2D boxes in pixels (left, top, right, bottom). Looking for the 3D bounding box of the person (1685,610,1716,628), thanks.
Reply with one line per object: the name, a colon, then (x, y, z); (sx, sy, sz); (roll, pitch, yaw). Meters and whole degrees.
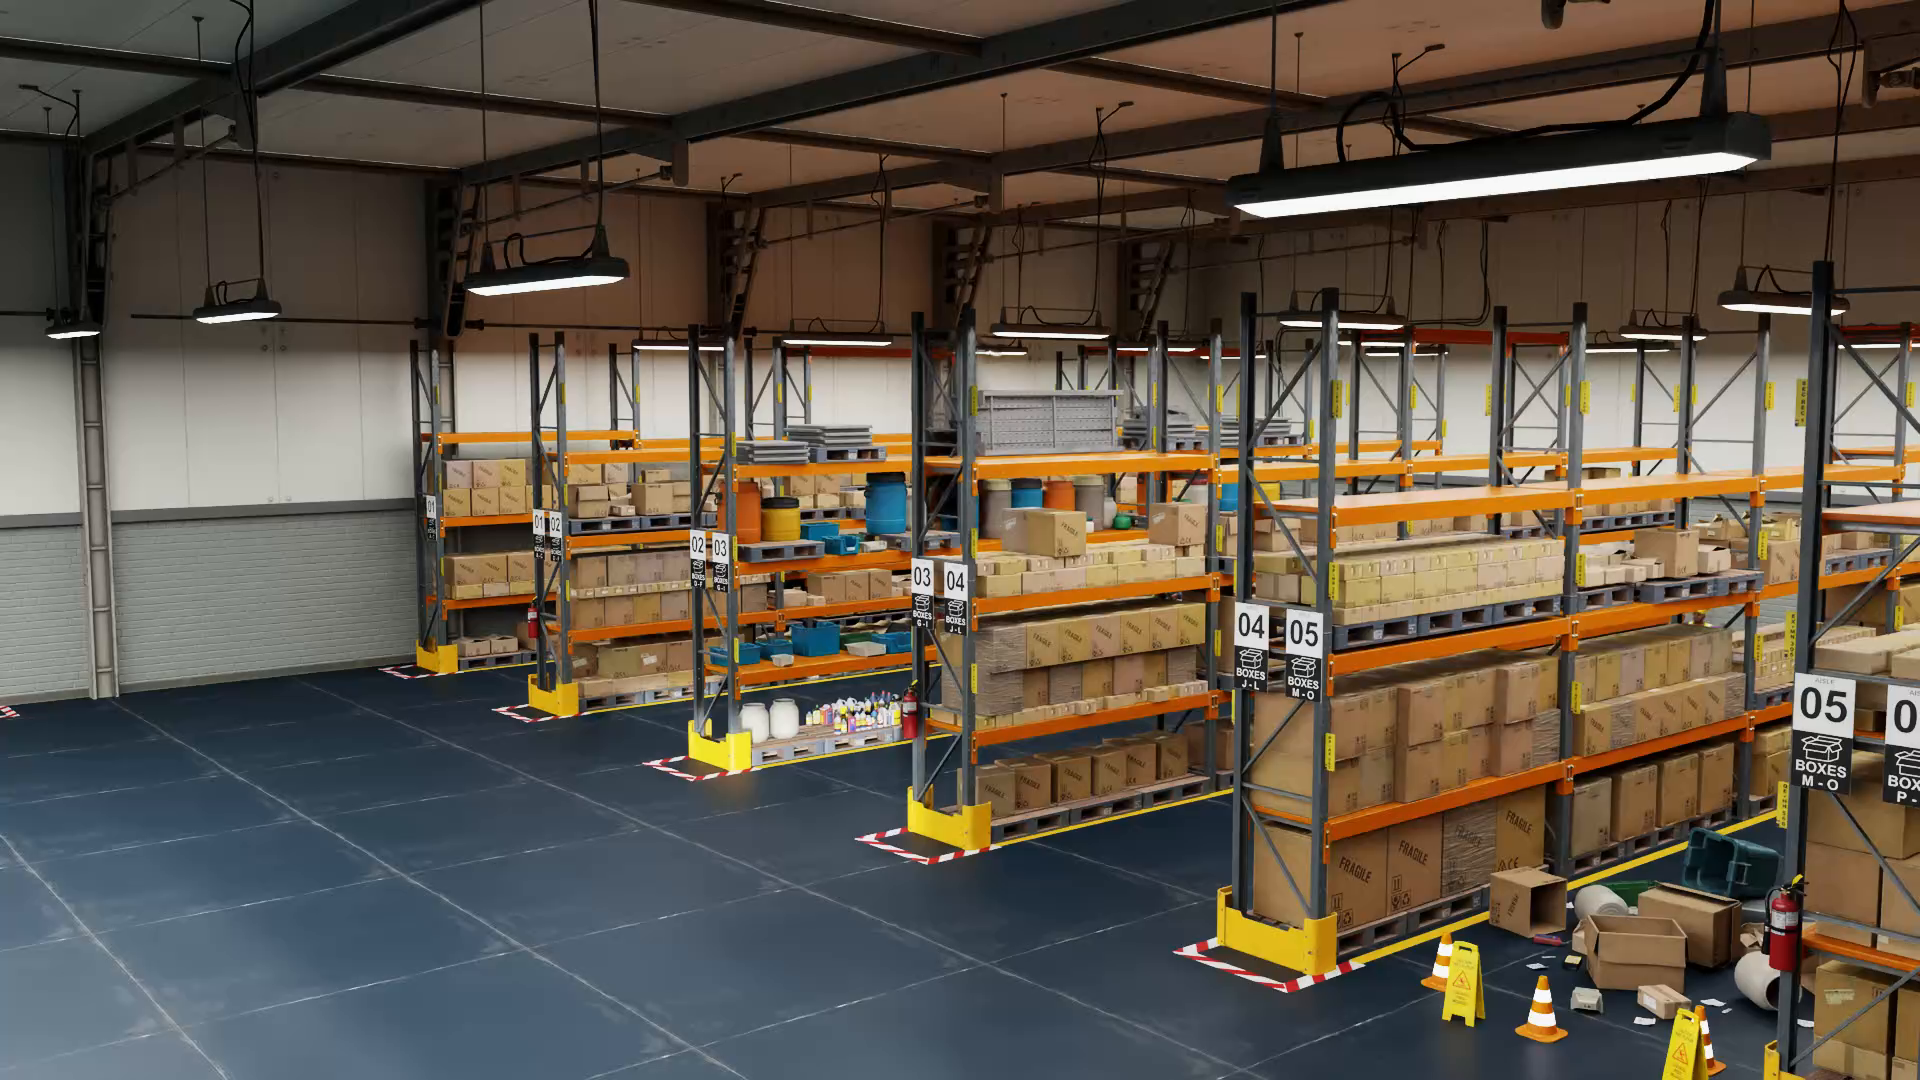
person: (11.544, 1.896, 26.038); (0.700, 1.761, 0.872); (5, 7, 44)
